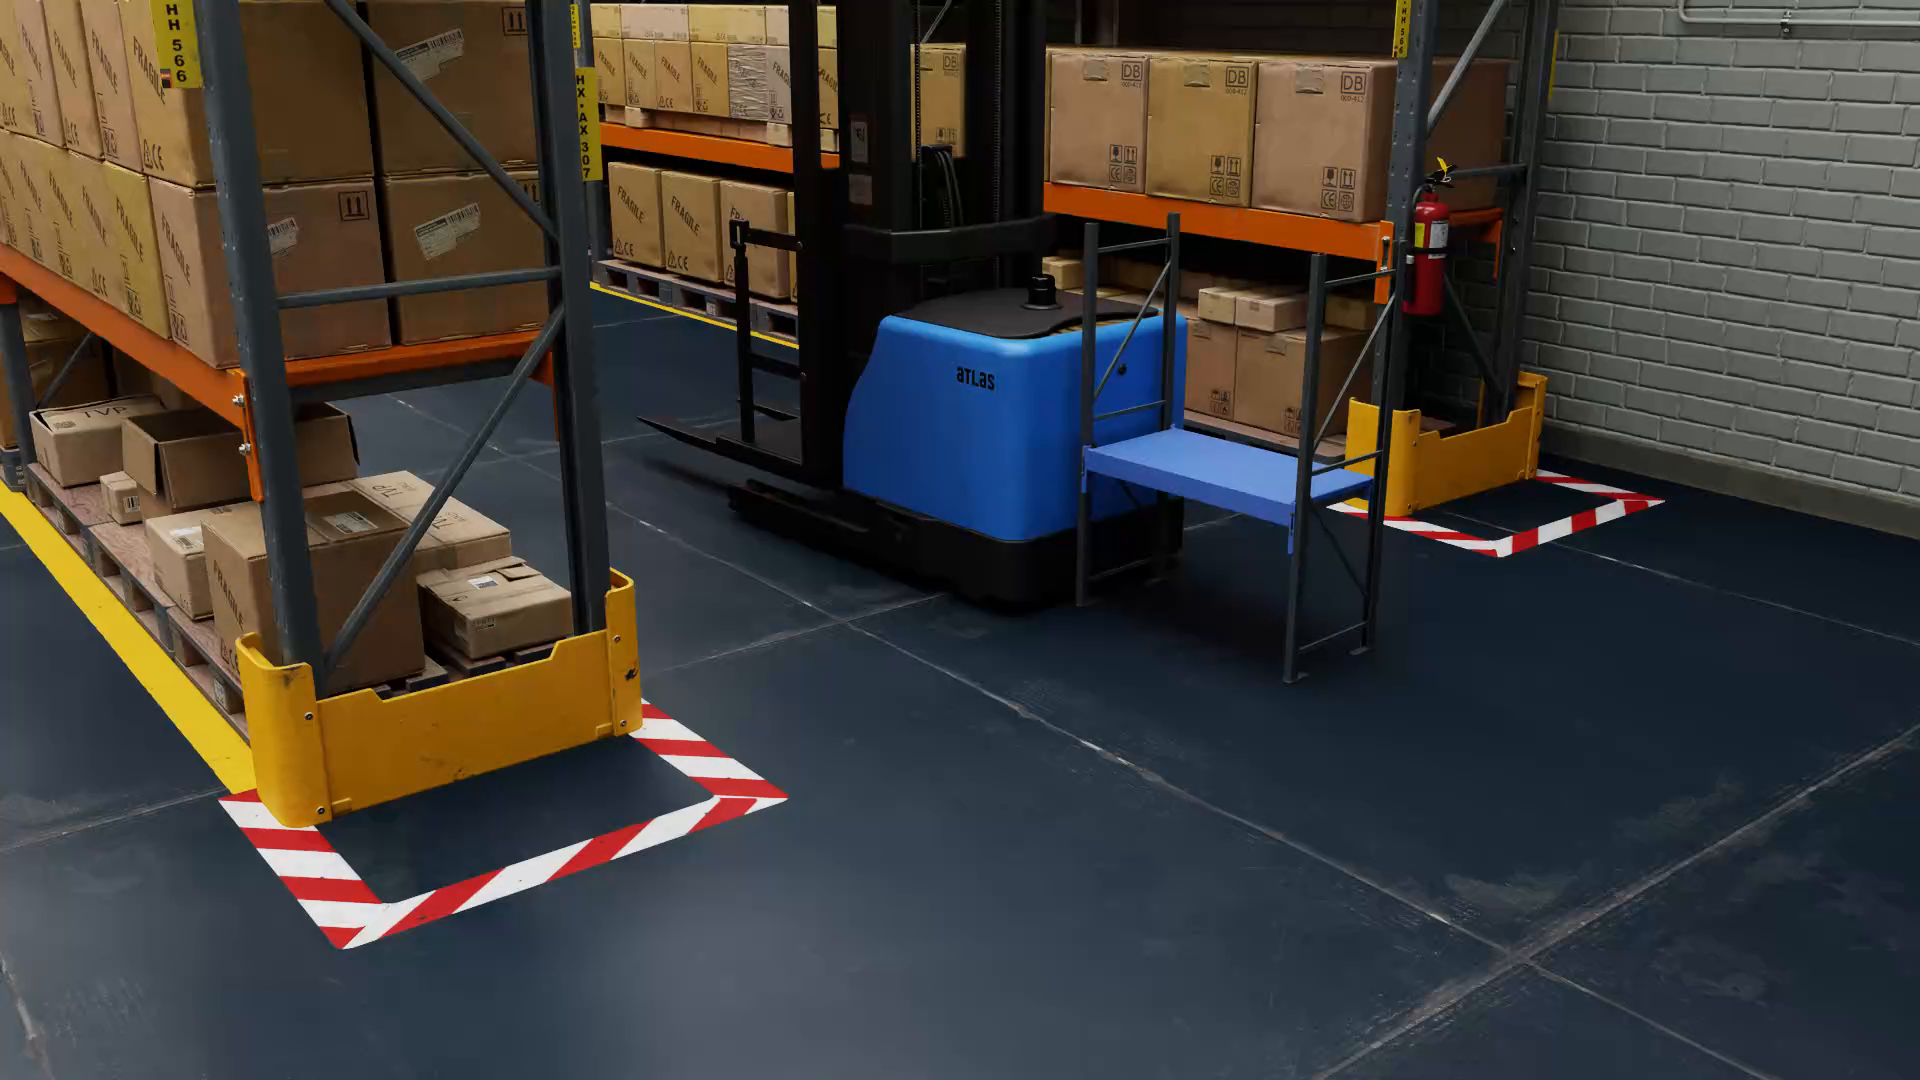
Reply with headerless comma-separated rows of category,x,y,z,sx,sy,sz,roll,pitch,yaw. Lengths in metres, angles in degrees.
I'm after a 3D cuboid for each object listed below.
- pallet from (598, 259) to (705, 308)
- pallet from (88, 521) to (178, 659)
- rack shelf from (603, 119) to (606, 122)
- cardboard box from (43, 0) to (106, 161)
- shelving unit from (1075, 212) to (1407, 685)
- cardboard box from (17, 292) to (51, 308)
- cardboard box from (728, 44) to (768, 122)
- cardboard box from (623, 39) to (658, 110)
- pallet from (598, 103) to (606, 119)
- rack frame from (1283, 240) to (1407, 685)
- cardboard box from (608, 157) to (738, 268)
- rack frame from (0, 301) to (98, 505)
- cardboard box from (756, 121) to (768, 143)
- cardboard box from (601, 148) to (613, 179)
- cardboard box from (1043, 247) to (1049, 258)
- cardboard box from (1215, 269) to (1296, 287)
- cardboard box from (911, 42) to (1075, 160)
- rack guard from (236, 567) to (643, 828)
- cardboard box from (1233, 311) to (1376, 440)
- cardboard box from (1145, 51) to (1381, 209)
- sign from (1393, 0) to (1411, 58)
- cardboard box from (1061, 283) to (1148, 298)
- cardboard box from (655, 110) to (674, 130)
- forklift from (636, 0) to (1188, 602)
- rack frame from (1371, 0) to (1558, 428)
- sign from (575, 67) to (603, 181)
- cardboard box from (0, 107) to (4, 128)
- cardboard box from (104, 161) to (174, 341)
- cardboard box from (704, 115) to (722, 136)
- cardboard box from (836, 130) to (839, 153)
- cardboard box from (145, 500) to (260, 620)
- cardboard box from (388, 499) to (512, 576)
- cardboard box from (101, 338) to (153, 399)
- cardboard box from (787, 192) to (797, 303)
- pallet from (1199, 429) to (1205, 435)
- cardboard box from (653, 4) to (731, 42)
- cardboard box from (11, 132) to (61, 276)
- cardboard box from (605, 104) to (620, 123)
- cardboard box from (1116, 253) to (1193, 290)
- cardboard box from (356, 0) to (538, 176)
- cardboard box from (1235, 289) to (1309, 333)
pallet,-2.198,-2.122,13.434,1.003,0.211,1.213,-14,23,-36
pallet,-2.838,0.093,6.746,1.003,0.211,1.213,-14,23,-36
rack shelf,-3.870,-3.806,15.228,1.077,0.370,4.000,-14,23,-36
cardboard box,-2.674,-1.545,5.506,0.500,0.500,0.500,-13,22,-35
shelving unit,0.992,-0.379,6.122,0.538,1.500,1.048,-16,24,-39
cardboard box,-5.168,-1.036,8.996,0.500,0.500,0.500,-14,23,-35
cardboard box,-1.259,-3.181,11.532,0.500,0.500,0.500,-14,23,-36
cardboard box,-2.209,-3.552,12.654,0.500,0.500,0.500,-13,22,-34
pallet,-3.154,-3.718,14.125,1.213,0.211,1.003,-14,23,-36
rack frame,1.332,-0.261,5.763,0.500,1.500,0.032,-16,24,-39
cardboard box,-2.275,-2.626,13.274,0.750,0.750,0.750,-14,23,-37
rack frame,-4.026,-1.701,7.728,1.000,3.000,0.127,-14,23,-36
cardboard box,-1.187,-2.844,11.548,0.380,0.149,0.250,-14,23,-36
cardboard box,-3.421,-3.353,14.799,0.500,0.250,0.500,-13,23,-35
cardboard box,0.309,-1.665,9.896,0.380,0.149,0.250,-13,22,-34
cardboard box,1.590,-1.351,8.948,0.380,0.149,0.250,-14,23,-36
cardboard box,0.179,-2.674,10.190,0.980,0.700,0.700,-14,23,-35
rack guard,-1.589,0.453,5.201,1.175,0.500,0.348,-14,23,-36
cardboard box,1.826,-0.849,8.463,0.700,0.500,0.500,-14,23,-36
cardboard box,1.554,-2.126,8.535,0.980,0.700,0.700,-14,23,-37
sign,1.905,-2.243,7.145,0.100,0.325,0.005,-14,23,-36
cardboard box,0.865,-1.226,9.601,0.700,0.500,0.500,-13,23,-35
cardboard box,-2.104,-3.235,12.727,0.380,0.149,0.250,-14,23,-37
forklift,-0.417,-1.538,7.343,1.130,2.935,3.031,-16,24,-39
rack frame,2.339,-1.683,7.674,1.000,3.000,0.127,-14,23,-36
sign,-1.117,-1.232,4.935,0.100,0.325,0.005,-14,23,-36
cardboard box,-3.633,-1.925,6.655,0.500,0.500,0.500,-15,23,-38
cardboard box,-2.358,-0.947,5.292,0.500,0.500,0.500,-14,23,-36
cardboard box,-1.645,-3.042,12.147,0.380,0.149,0.250,-14,23,-36
cardboard box,-0.577,-2.587,10.771,0.380,0.149,0.250,-14,23,-36
cardboard box,-2.639,0.055,6.098,0.500,0.250,0.500,-14,23,-36
cardboard box,-1.968,0.069,6.058,0.500,0.250,0.500,-14,23,-36
cardboard box,-4.135,-0.890,8.555,0.500,0.500,0.500,-15,24,-39
cardboard box,-0.650,-1.982,11.329,0.750,0.750,0.750,-14,23,-35
pallet,1.028,-0.842,9.568,1.003,0.211,1.213,-14,23,-36
cardboard box,-1.901,-3.792,12.184,0.500,0.250,0.500,-14,23,-36
cardboard box,-3.294,-1.320,6.419,0.500,0.500,0.500,-14,23,-36
cardboard box,-2.605,-3.418,13.282,0.380,0.149,0.250,-14,23,-37
cardboard box,1.115,-1.540,9.517,0.380,0.149,0.250,-14,23,-37
cardboard box,-1.611,-1.398,5.064,0.500,0.500,0.500,-13,22,-34
cardboard box,1.603,-1.153,8.349,0.380,0.149,0.250,-14,23,-37
